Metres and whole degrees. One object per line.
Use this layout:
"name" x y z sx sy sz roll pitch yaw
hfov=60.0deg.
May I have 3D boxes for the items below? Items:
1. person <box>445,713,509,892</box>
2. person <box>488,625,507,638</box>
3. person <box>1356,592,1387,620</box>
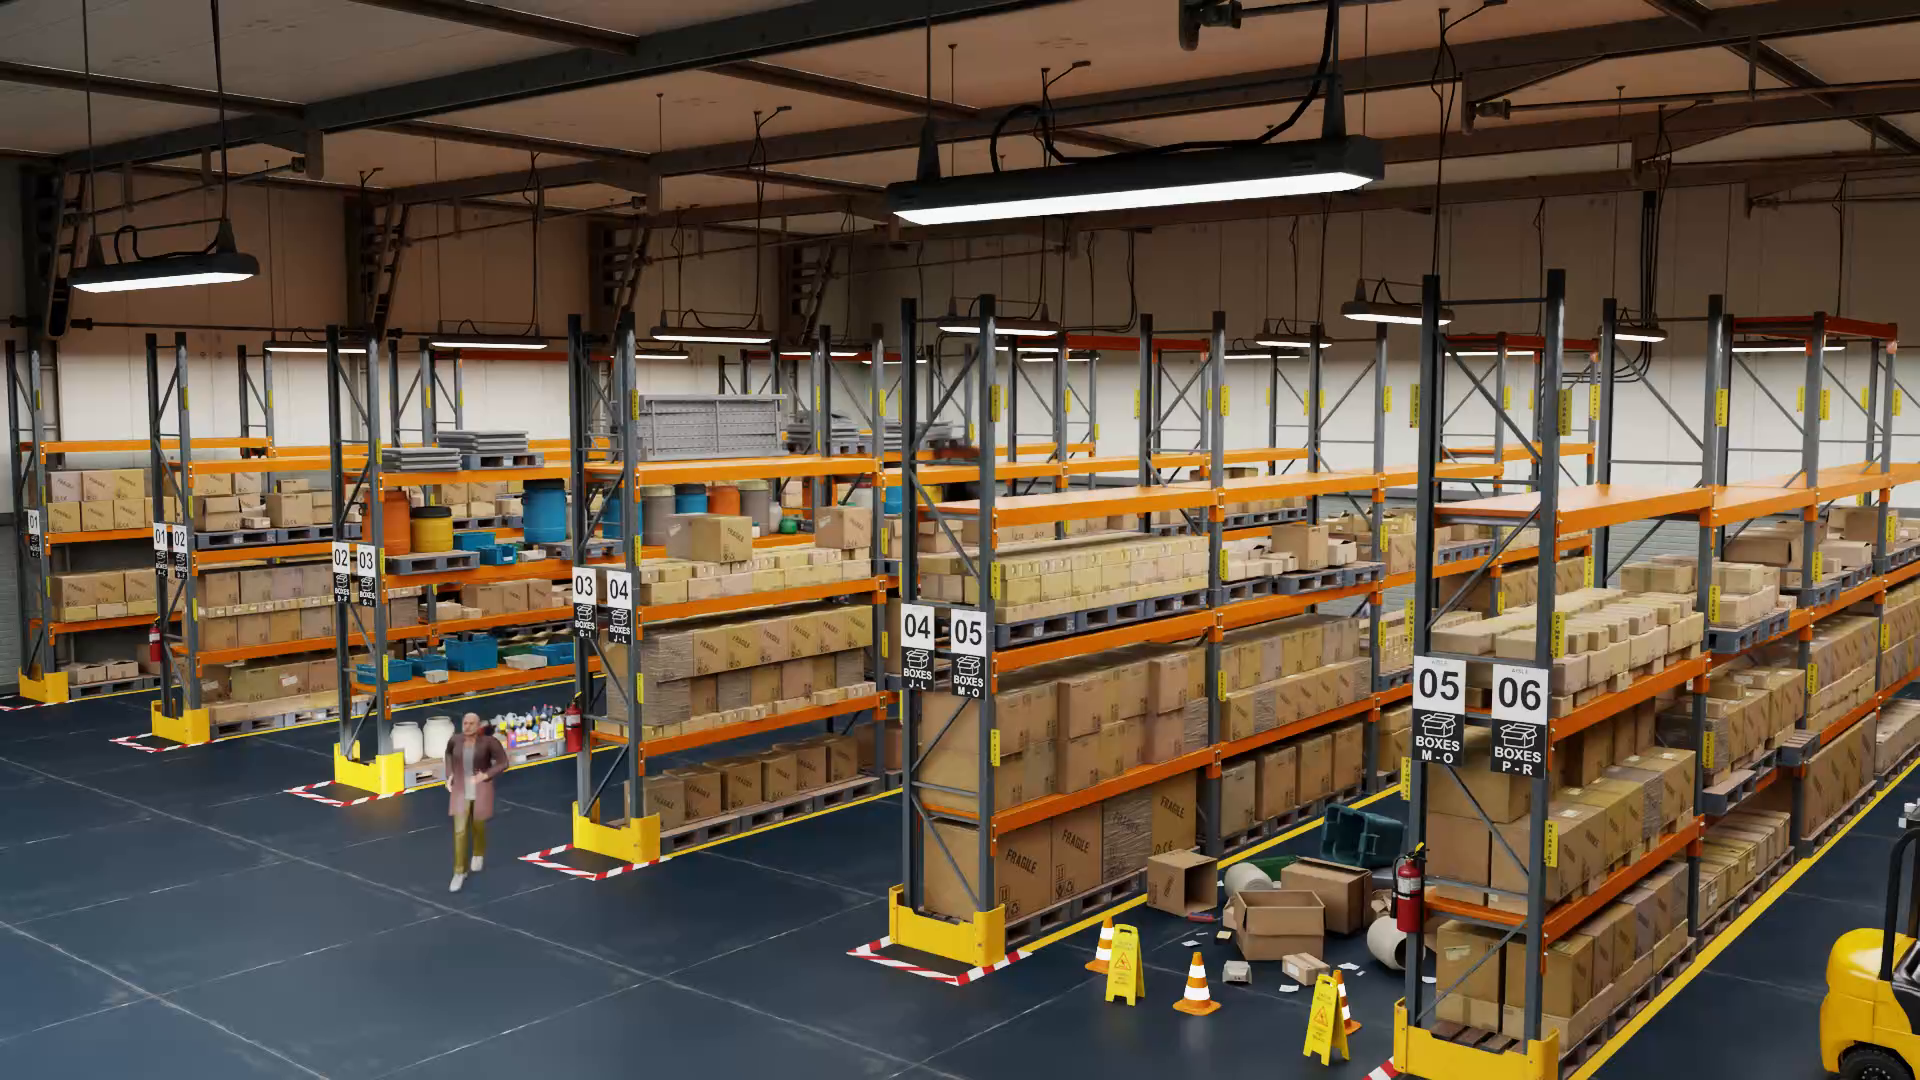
"person" -5.091 2.703 17.550 0.705 1.834 0.896 0 5 -5
"person" -8.626 1.588 31.183 0.535 1.548 0.567 4 7 40
"person" 7.509 1.677 30.160 0.641 1.586 0.509 -1 5 -13
